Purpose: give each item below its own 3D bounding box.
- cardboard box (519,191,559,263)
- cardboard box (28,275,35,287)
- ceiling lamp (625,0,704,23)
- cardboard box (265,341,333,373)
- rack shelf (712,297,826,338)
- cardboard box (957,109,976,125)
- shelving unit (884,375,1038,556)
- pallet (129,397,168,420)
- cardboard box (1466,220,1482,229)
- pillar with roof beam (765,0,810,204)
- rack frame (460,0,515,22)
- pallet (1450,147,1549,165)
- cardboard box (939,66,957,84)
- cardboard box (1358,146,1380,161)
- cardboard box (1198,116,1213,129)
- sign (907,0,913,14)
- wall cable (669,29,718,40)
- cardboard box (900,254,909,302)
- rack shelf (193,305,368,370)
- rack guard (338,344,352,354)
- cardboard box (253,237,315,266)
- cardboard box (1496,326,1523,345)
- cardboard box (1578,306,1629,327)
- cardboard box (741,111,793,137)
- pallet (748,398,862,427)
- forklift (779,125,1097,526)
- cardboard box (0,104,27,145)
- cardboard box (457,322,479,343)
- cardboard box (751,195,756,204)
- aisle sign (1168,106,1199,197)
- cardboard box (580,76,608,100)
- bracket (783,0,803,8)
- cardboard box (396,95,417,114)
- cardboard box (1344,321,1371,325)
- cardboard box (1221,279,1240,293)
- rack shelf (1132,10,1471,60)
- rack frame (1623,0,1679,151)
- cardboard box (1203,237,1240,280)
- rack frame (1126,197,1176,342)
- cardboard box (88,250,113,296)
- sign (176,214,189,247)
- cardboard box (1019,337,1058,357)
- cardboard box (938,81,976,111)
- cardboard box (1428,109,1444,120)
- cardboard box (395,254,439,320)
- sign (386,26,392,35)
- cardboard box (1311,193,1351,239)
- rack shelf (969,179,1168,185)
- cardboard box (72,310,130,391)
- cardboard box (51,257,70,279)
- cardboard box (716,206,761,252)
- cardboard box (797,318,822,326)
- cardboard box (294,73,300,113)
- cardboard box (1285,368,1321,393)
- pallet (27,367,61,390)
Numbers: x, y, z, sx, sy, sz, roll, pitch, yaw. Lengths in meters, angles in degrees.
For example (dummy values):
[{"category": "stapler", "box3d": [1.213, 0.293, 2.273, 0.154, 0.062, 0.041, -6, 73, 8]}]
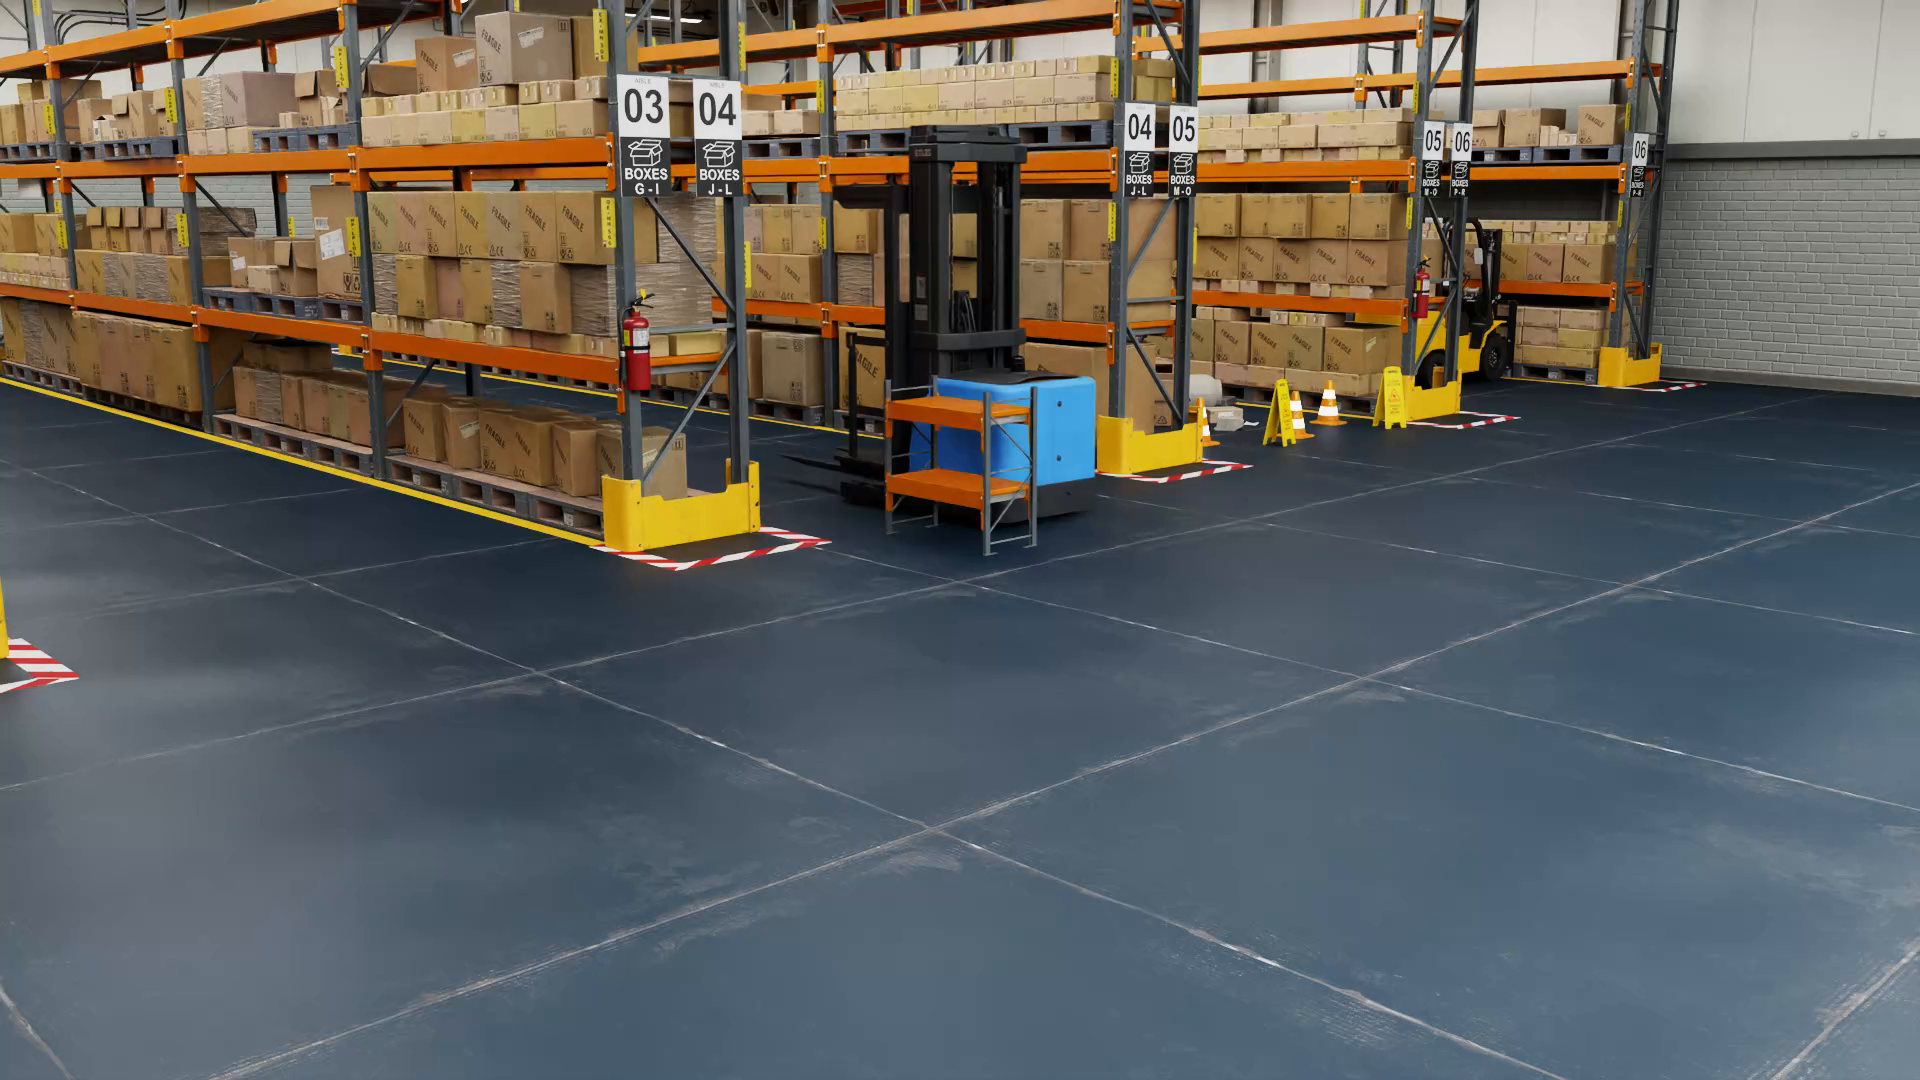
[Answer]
[{"category": "cardboard box", "box3d": [-2.842, -2.277, 12.066, 0.500, 0.500, 0.500, -11, 16, -43]}, {"category": "cardboard box", "box3d": [-11.557, -3.289, 21.065, 0.380, 0.149, 0.250, -11, 16, -43]}, {"category": "ceiling lamp", "box3d": [-5.764, -11.747, 32.161, 2.000, 3.185, 0.800, -11, 16, -43]}, {"category": "cardboard box", "box3d": [-6.601, -1.831, 16.610, 0.500, 0.250, 0.500, -9, 14, -36]}, {"category": "rack shelf", "box3d": [-2.421, -2.674, 19.240, 1.077, 0.370, 4.000, -11, 16, -43]}, {"category": "cardboard box", "box3d": [0.195, -3.976, 15.675, 0.380, 0.149, 0.250, -11, 16, -42]}, {"category": "shelving unit", "box3d": [-0.005, -0.552, 11.803, 0.538, 1.125, 1.048, -11, 16, -43]}, {"category": "pallet", "box3d": [-8.787, -1.580, 19.056, 1.003, 0.211, 1.213, -11, 16, -43]}, {"category": "cardboard box", "box3d": [7.196, -4.345, 22.975, 0.380, 0.149, 0.250, -11, 16, -42]}, {"category": "pillar with roof beam", "box3d": [-6.552, -8.740, 32.034, 9.100, 9.000, 0.548, -11, 16, -43]}, {"category": "rack frame", "box3d": [-6.564, -6.840, 22.813, 1.000, 3.000, 0.127, -11, 16, -43]}, {"category": "pallet", "box3d": [7.504, -5.258, 22.786, 1.003, 0.211, 1.213, -11, 16, -43]}, {"category": "cardboard box", "box3d": [0.017, -4.403, 15.775, 0.380, 0.149, 0.250, -11, 16, -43]}, {"category": "cardboard box", "box3d": [4.589, -4.246, 18.278, 0.380, 0.149, 0.250, -11, 16, -42]}, {"category": "cardboard box", "box3d": [2.991, -4.969, 19.807, 0.380, 0.149, 0.250, -11, 16, -43]}, {"category": "sign", "box3d": [-0.690, -7.418, 22.911, 0.100, 0.325, 0.005, -11, 16, -43]}, {"category": "wall cable", "box3d": [-5.201, -12.547, 36.729, 2.988, 3.039, 0.133, -11, 16, -43]}, {"category": "cardboard box", "box3d": [-0.092, -2.584, 16.646, 0.875, 0.550, 0.550, -11, 16, -43]}, {"category": "rack shelf", "box3d": [-6.078, -1.998, 15.957, 1.077, 0.370, 4.000, -11, 16, -43]}, {"category": "rack guard", "box3d": [-9.274, -3.251, 26.450, 1.175, 0.500, 0.348, -11, 16, -43]}, {"category": "cardboard box", "box3d": [-6.599, -2.756, 16.566, 0.700, 0.500, 0.500, -8, 14, -34]}, {"category": "cardboard box", "box3d": [7.548, -2.826, 22.729, 0.500, 0.250, 0.500, -11, 16, -44]}, {"category": "cardboard box", "box3d": [8.626, -2.993, 22.300, 0.500, 0.250, 0.500, -11, 16, -43]}, {"category": "cardboard box", "box3d": [-2.051, -4.535, 18.137, 0.500, 0.250, 0.500, -11, 16, -43]}, {"category": "pallet", "box3d": [-1.627, -1.471, 18.528, 1.003, 0.211, 1.213, -11, 16, -43]}, {"category": "forklift", "box3d": [-0.310, -1.775, 13.265, 1.130, 2.935, 3.031, -10, 15, -41]}, {"category": "cardboard box", "box3d": [-11.892, -5.346, 21.457, 0.500, 0.500, 0.700, 10, 16, 41]}, {"category": "cardboard box", "box3d": [-3.720, -1.645, 13.084, 0.380, 0.149, 0.250, -11, 16, -43]}, {"category": "cardboard box", "box3d": [-3.497, -5.464, 26.664, 0.380, 0.149, 0.250, -11, 16, -44]}, {"category": "aisle sign", "box3d": [1.989, -3.456, 14.808, 0.394, 0.787, 0.004, -11, 16, -43]}, {"category": "cardboard box", "box3d": [-2.352, -3.062, 11.292, 0.380, 0.149, 0.250, -11, 16, -43]}, {"category": "bracket", "box3d": [-3.409, -10.993, 34.048, 0.235, 0.232, 0.430, -11, 16, -43]}, {"category": "cardboard box", "box3d": [-4.289, -3.487, 13.352, 0.380, 0.149, 0.250, -11, 16, -42]}, {"category": "cardboard box", "box3d": [4.495, -2.317, 19.639, 0.500, 0.500, 0.500, 11, 16, 43]}, {"category": "cardboard box", "box3d": [3.333, -3.037, 19.844, 0.380, 0.149, 0.250, -11, 16, -42]}, {"category": "rack shelf", "box3d": [3.852, -5.732, 19.222, 1.077, 0.370, 4.000, -11, 16, -43]}, {"category": "rack frame", "box3d": [8.821, -6.486, 21.092, 1.000, 3.000, 0.127, -11, 16, -43]}, {"category": "cardboard box", "box3d": [3.274, -3.386, 19.926, 0.500, 0.500, 0.500, -11, 16, -43]}, {"category": "rack frame", "box3d": [2.471, -3.439, 21.171, 1.000, 3.000, 0.127, -11, 16, -43]}, {"category": "cardboard box", "box3d": [-9.737, -3.100, 19.274, 0.500, 0.500, 0.500, -11, 16, -42]}, {"category": "sign", "box3d": [-7.858, -3.131, 16.807, 0.100, 0.325, 0.005, -11, 16, -43]}, {"category": "cardboard box", "box3d": [0.598, -1.534, 16.147, 0.875, 0.875, 0.875, -11, 16, -43]}, {"category": "cardboard box", "box3d": [0.144, -4.200, 15.774, 0.500, 0.250, 0.500, -11, 16, -42]}, {"category": "cardboard box", "box3d": [5.135, -4.672, 18.369, 0.380, 0.149, 0.250, -11, 16, -43]}, {"category": "cardboard box", "box3d": [-4.111, -2.101, 13.689, 0.875, 0.500, 0.500, -11, 16, -43]}, {"category": "sign", "box3d": [-8.911, -8.034, 25.897, 0.100, 0.325, 0.005, -11, 16, -43]}, {"category": "cardboard box", "box3d": [4.378, -3.659, 18.774, 0.700, 0.500, 0.500, -11, 16, -42]}, {"category": "rack shelf", "box3d": [1.915, -6.124, 28.551, 1.077, 0.370, 4.000, -11, 16, -43]}, {"category": "cardboard box", "box3d": [-9.765, -2.300, 19.867, 1.225, 0.875, 0.875, -11, 16, -42]}, {"category": "cardboard box", "box3d": [-10.716, -3.326, 20.255, 0.500, 0.250, 0.500, -11, 16, -44]}, {"category": "cardboard box", "box3d": [-2.440, -3.567, 19.068, 0.700, 0.500, 0.500, -11, 16, -43]}, {"category": "cardboard box", "box3d": [-1.938, -3.562, 25.990, 0.875, 0.875, 0.875, -10, 15, -41]}, {"category": "cardboard box", "box3d": [-6.256, -4.222, 16.052, 0.500, 0.500, 0.500, -11, 16, -42]}, {"category": "cardboard box", "box3d": [4.128, -1.872, 19.335, 0.500, 0.250, 0.500, -11, 16, -42]}, {"category": "pallet", "box3d": [-11.537, -2.160, 21.872, 1.003, 0.211, 1.213, -11, 16, -43]}]
